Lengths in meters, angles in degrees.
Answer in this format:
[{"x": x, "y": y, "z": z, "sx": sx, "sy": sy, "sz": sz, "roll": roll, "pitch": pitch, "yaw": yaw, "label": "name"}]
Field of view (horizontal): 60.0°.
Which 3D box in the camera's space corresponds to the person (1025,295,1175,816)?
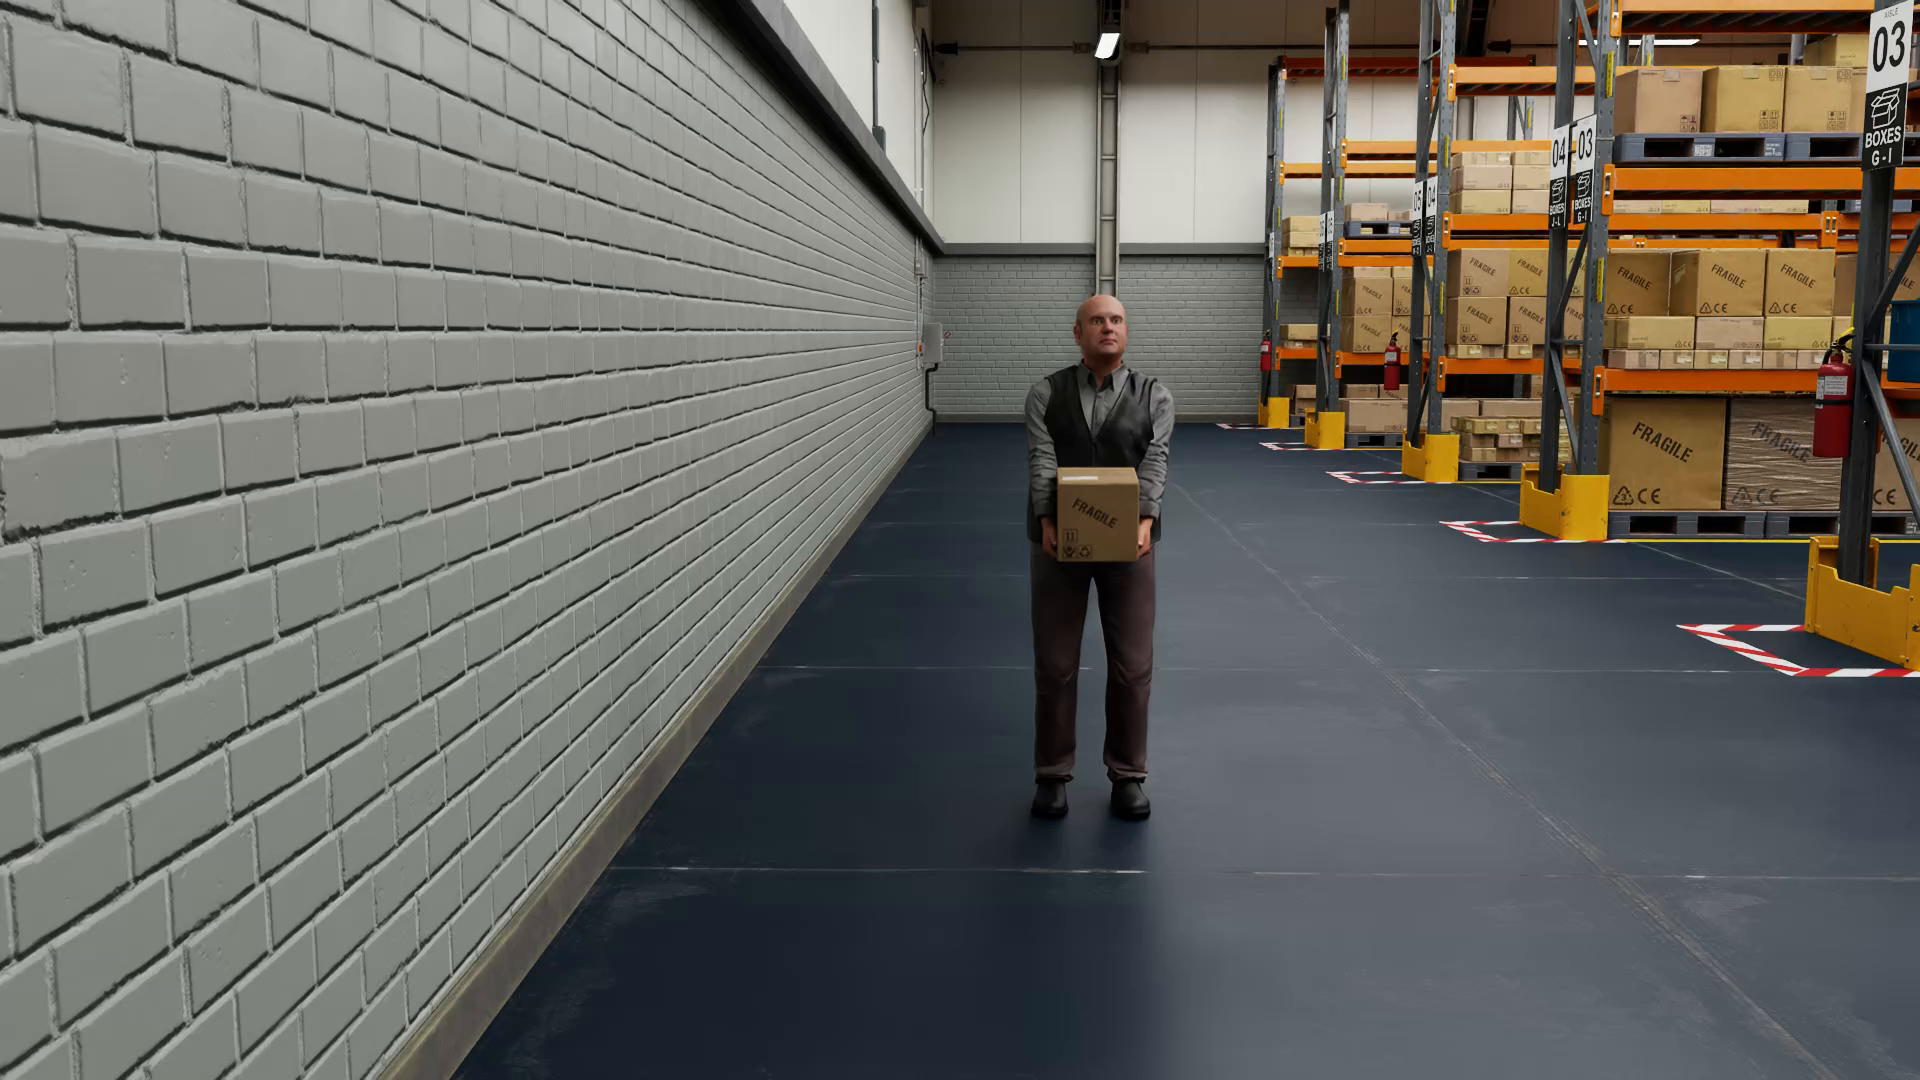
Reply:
[{"x": 0.456, "y": 0.059, "z": 5.433, "sx": 0.494, "sy": 1.711, "sz": 0.560, "roll": 0, "pitch": 7, "yaw": 2, "label": "person"}]
